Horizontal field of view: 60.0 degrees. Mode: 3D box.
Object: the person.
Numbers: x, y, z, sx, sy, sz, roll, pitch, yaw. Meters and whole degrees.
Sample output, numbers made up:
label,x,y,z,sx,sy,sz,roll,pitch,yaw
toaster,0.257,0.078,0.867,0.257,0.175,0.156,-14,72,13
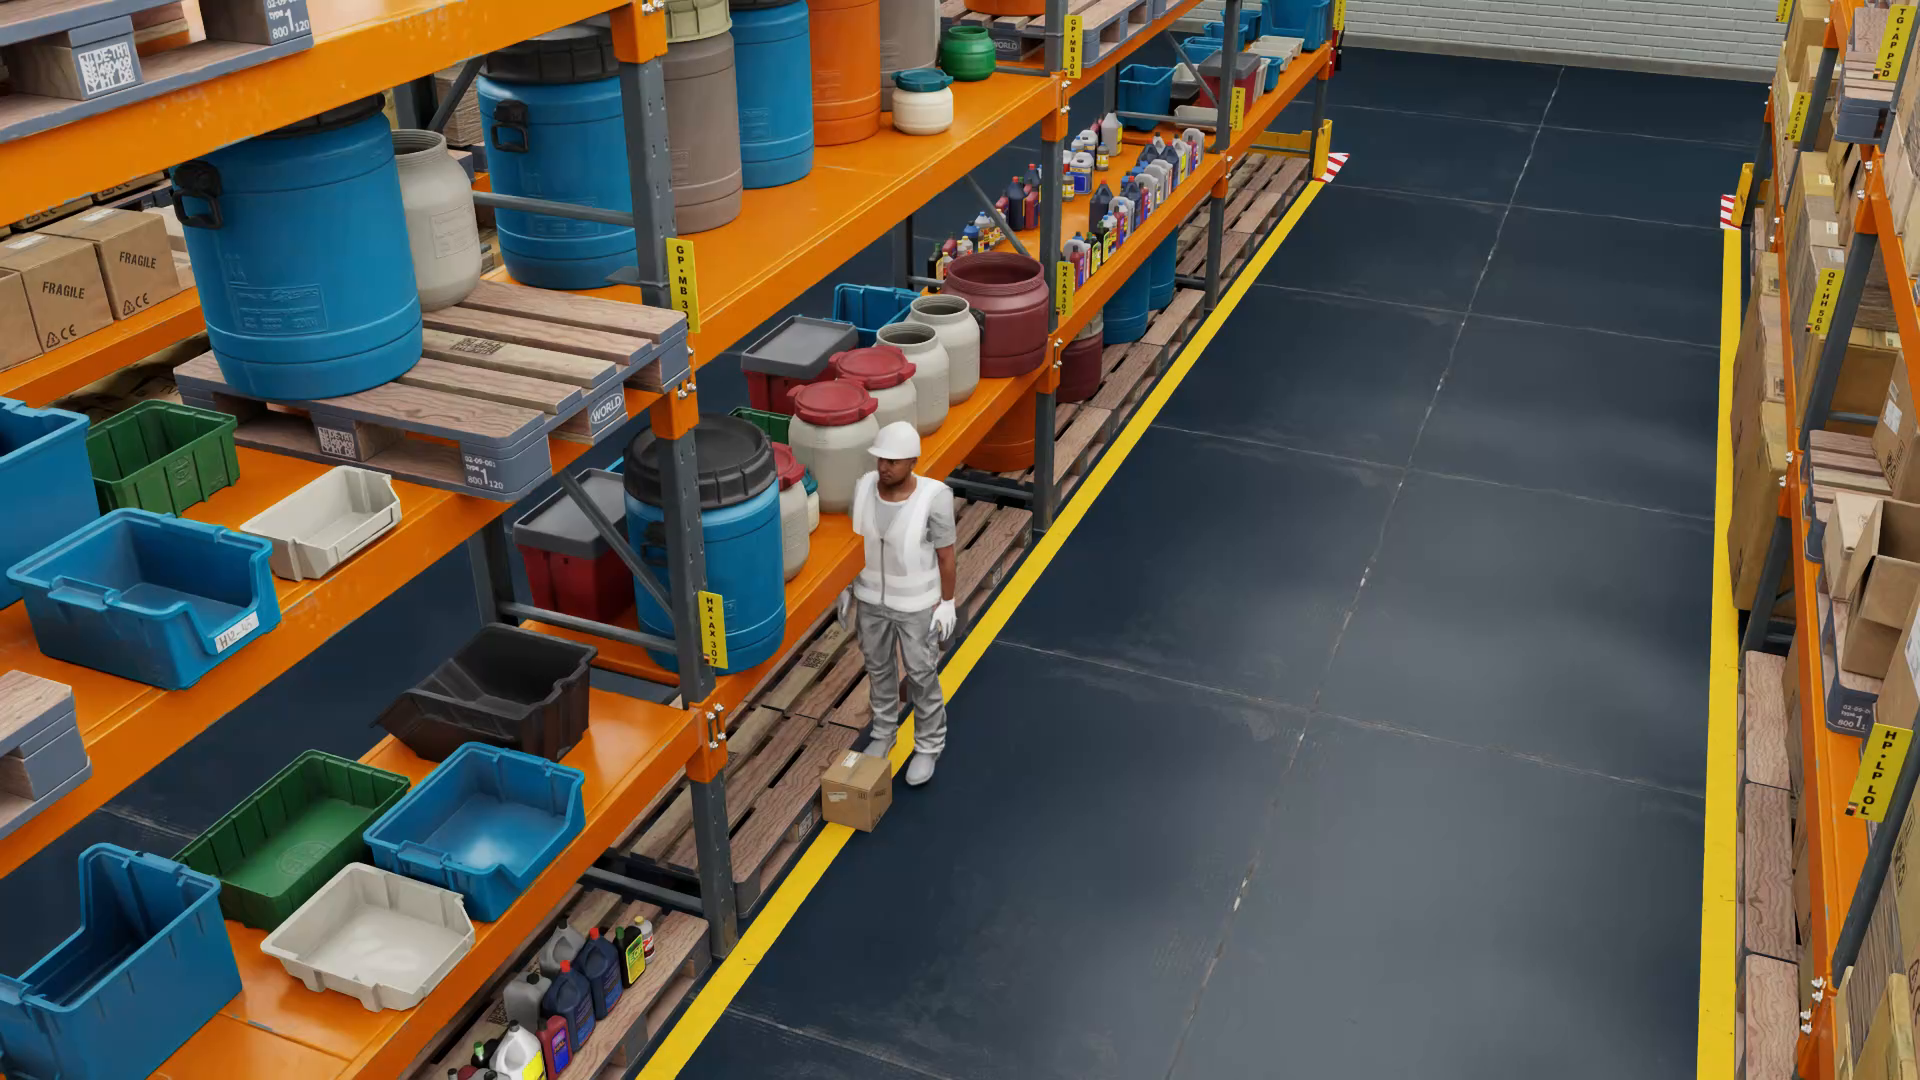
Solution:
label,x,y,z,sx,sy,sz,roll,pitch,yaw
person,-0.301,0.290,7.829,0.572,1.798,0.417,12,31,20
